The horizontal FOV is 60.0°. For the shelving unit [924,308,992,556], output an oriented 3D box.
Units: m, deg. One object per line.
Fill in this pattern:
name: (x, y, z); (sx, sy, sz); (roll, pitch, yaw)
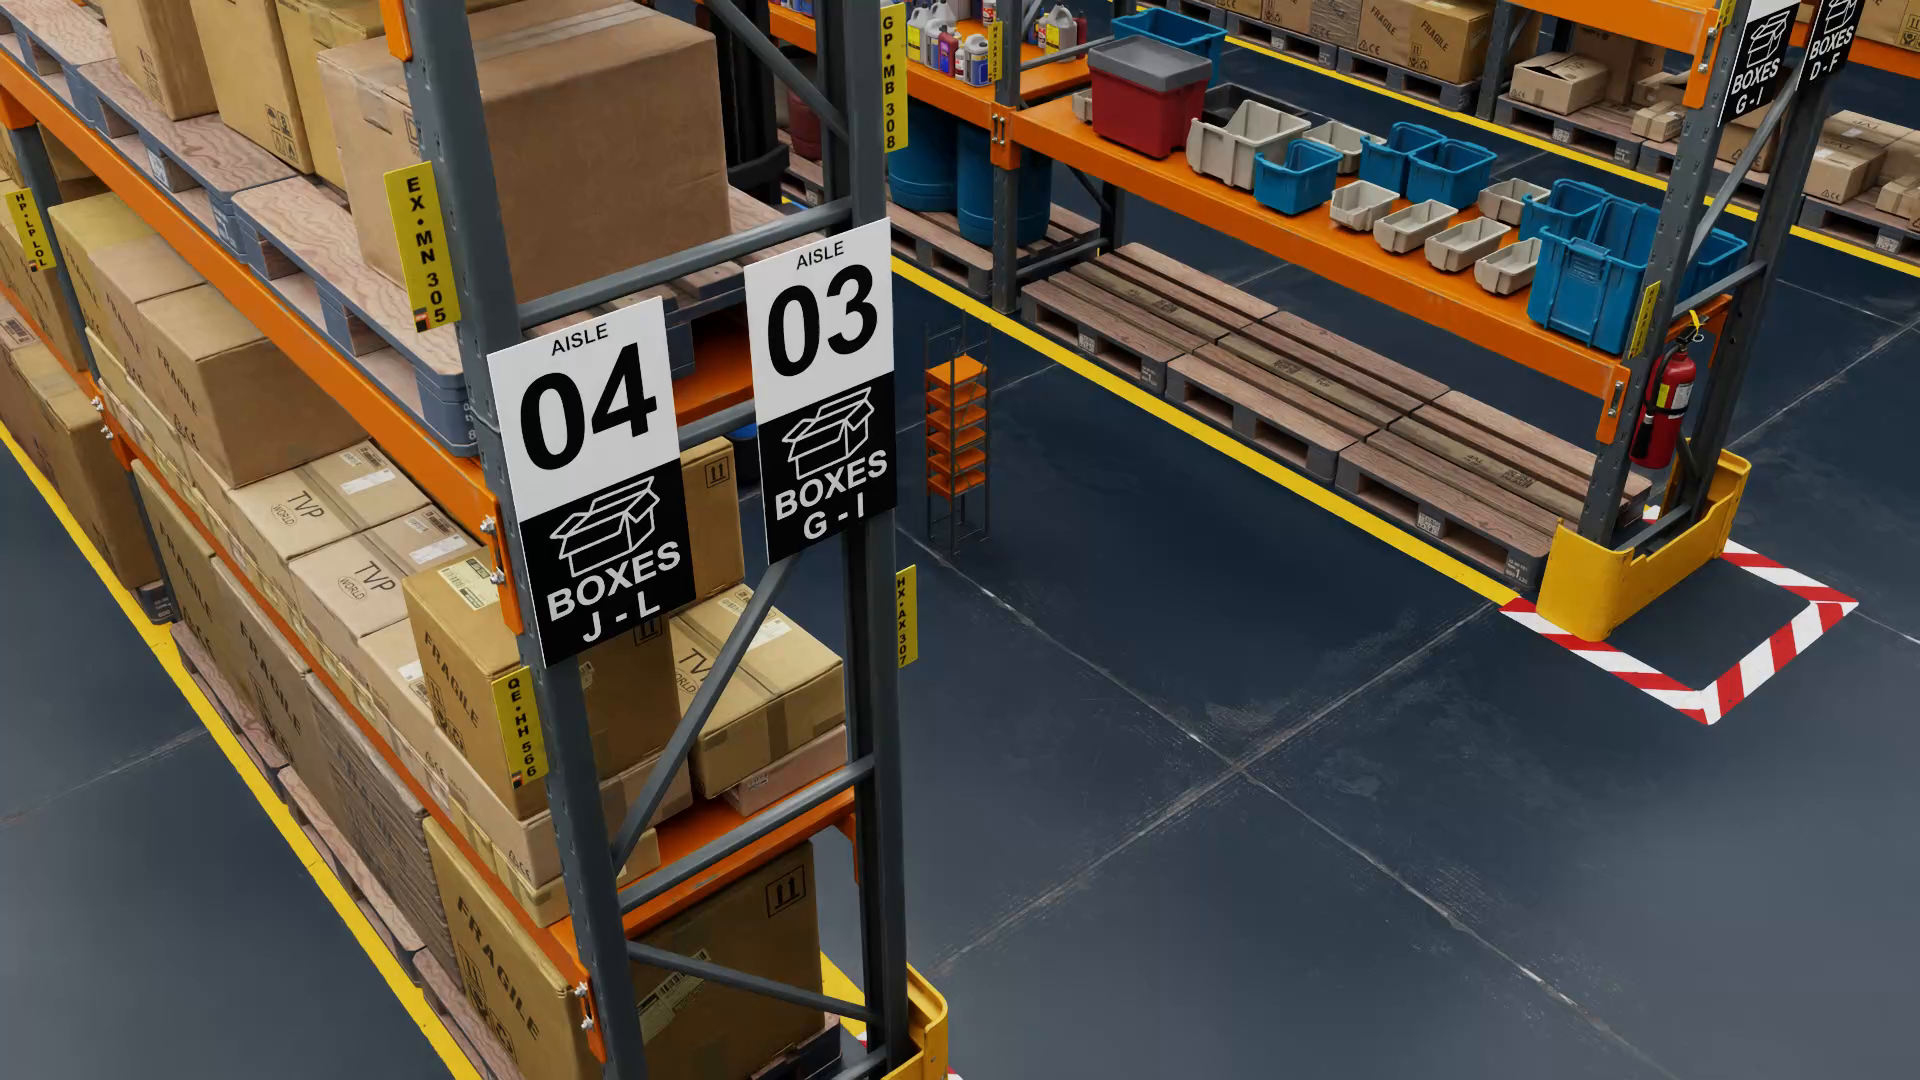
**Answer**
shelving unit: (-0.009, -0.496, 7.912); (0.258, 1.200, 0.189); (-26, 43, -32)

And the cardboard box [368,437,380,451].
cardboard box: (-2.016, -0.469, 6.190); (0.500, 0.250, 0.500); (-25, 42, -31)

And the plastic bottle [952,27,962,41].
plastic bottle: (-0.037, -2.995, 10.055); (0.097, 0.201, 0.097); (0, 35, 0)

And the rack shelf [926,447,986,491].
rack shelf: (-0.009, -0.362, 8.007); (0.258, 0.103, 0.180); (-26, 43, -32)

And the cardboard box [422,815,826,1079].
cardboard box: (-1.059, 1.250, 5.365); (0.875, 0.875, 0.875); (-26, 43, -32)

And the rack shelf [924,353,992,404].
rack shelf: (-0.009, -0.754, 7.730); (0.258, 0.103, 0.180); (-26, 43, -32)

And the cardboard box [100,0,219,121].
cardboard box: (-2.043, -1.590, 4.768); (0.700, 0.500, 0.500); (-24, 42, -30)

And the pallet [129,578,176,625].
pallet: (-3.722, -0.134, 8.256); (1.003, 0.211, 1.213); (-26, 43, -32)

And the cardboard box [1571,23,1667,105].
cardboard box: (4.988, -3.666, 12.613); (0.500, 0.500, 0.500); (-26, 43, -32)

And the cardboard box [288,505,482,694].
cardboard box: (-1.756, 0.183, 5.268); (0.500, 0.250, 0.500); (-28, 44, -33)

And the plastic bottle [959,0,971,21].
plastic bottle: (0.012, -3.511, 10.719); (0.152, 0.276, 0.135); (-26, 43, -32)

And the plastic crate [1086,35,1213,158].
plastic crate: (1.002, -2.369, 8.893); (0.402, 0.464, 0.583); (-26, 43, -32)

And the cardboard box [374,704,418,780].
cardboard box: (-1.558, 0.539, 5.111); (0.380, 0.149, 0.250); (-25, 42, -31)

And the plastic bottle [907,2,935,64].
plastic bottle: (-0.226, -3.070, 10.032); (0.144, 0.351, 0.185); (-26, 43, -32)

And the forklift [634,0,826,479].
forklift: (-1.733, -2.279, 8.932); (1.130, 2.935, 3.031); (-27, 43, -33)

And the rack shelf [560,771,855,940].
rack shelf: (-1.876, 0.138, 5.913); (0.919, 0.124, 3.809); (-26, 43, -32)

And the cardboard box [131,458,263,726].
cardboard box: (-2.802, 0.058, 7.048); (0.875, 0.875, 0.875); (-26, 43, -32)

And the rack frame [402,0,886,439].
rack frame: (-0.585, -1.641, 2.781); (1.000, 3.000, 0.127); (-26, 43, -32)

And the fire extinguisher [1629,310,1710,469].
fire extinguisher: (2.948, -0.620, 6.920); (0.296, 0.674, 0.183); (-26, 43, -32)

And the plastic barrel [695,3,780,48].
plastic barrel: (-1.636, -3.648, 12.320); (0.600, 0.830, 0.708); (-26, 43, -32)

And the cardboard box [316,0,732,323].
cardboard box: (-0.962, -0.880, 3.765); (0.700, 0.500, 0.500); (-29, 44, -34)

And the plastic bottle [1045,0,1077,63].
plastic bottle: (0.611, -3.080, 10.047); (0.144, 0.351, 0.185); (-26, 43, -32)

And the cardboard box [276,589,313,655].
cardboard box: (-2.053, 0.200, 5.589); (0.380, 0.149, 0.250); (-25, 42, -31)

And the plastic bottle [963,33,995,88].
plastic bottle: (0.116, -2.809, 9.728); (0.152, 0.276, 0.135); (-26, 43, -32)

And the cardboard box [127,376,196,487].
cardboard box: (-2.746, -0.493, 6.223); (0.500, 0.250, 0.500); (-26, 43, -32)

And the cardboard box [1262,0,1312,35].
cardboard box: (2.900, -4.589, 13.917); (0.500, 0.500, 0.500); (-28, 44, -33)

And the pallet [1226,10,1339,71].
pallet: (3.058, -4.398, 14.277); (1.003, 0.211, 1.213); (-26, 43, -32)

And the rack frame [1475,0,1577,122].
rack frame: (4.403, -4.652, 12.223); (1.000, 3.000, 0.127); (-26, 43, -32)

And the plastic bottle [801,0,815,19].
plastic bottle: (-0.937, -3.556, 10.719); (0.144, 0.351, 0.185); (-26, 43, -32)

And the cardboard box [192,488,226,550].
cardboard box: (-2.554, -0.141, 6.072); (0.380, 0.149, 0.250); (-27, 43, -32)

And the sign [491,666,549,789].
sign: (-1.009, 0.434, 3.835); (0.100, 0.325, 0.005); (-26, 43, -32)

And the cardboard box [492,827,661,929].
cardboard box: (-1.067, 0.875, 4.636); (0.380, 0.149, 0.250); (-25, 42, -31)

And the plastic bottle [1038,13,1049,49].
plastic bottle: (0.532, -3.149, 10.273); (0.097, 0.201, 0.097); (0, 35, 0)

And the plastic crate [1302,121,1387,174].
plastic crate: (1.970, -2.066, 8.749); (0.293, 0.136, 0.466); (-26, 43, -32)

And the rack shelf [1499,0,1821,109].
rack shelf: (1.908, -2.854, 7.711); (1.077, 0.370, 4.000); (-26, 43, -32)

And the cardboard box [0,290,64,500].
cardboard box: (-4.172, -0.933, 8.446); (1.225, 0.875, 0.875); (-28, 44, -33)

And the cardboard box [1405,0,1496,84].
cardboard box: (3.866, -3.922, 12.975); (0.500, 0.500, 0.500); (-26, 43, -32)

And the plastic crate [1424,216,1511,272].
plastic crate: (2.358, -1.383, 7.784); (0.396, 0.136, 0.243); (-26, 43, -32)

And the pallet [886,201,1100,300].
pallet: (0.151, -2.025, 10.926); (1.003, 0.211, 1.213); (-26, 43, -32)

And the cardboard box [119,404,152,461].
cardboard box: (-3.060, -0.486, 6.558); (0.380, 0.149, 0.250); (-28, 44, -33)

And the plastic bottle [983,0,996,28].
plastic bottle: (0.194, -3.381, 10.600); (0.097, 0.201, 0.097); (0, 35, 0)

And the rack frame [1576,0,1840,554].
rack frame: (3.198, -1.040, 7.123); (1.000, 3.000, 0.127); (-26, 43, -32)

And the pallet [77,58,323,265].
pallet: (-1.864, -1.243, 4.892); (1.003, 0.211, 1.213); (-26, 43, -32)

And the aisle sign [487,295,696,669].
aisle sign: (-0.768, -0.110, 3.561); (0.394, 0.787, 0.004); (-26, 43, -32)

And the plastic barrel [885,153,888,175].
plastic barrel: (-0.474, -2.804, 11.403); (0.421, 0.512, 0.421); (0, 35, 0)

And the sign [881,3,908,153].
sign: (-0.158, -1.010, 3.661); (0.100, 0.325, 0.005); (-26, 43, -32)

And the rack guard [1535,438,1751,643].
rack guard: (3.224, -0.014, 7.838); (1.175, 0.500, 0.348); (-26, 43, -32)

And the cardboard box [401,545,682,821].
cardboard box: (-1.101, 0.324, 4.421); (0.500, 0.500, 0.500); (-25, 43, -31)

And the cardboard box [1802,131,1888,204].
cardboard box: (5.855, -2.522, 11.214); (0.500, 0.250, 0.500); (-26, 43, -32)

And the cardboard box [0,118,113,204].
cardboard box: (-3.585, -1.688, 7.084); (0.797, 0.503, 0.637); (-27, 43, -33)

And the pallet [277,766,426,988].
pallet: (-1.944, 1.083, 6.538); (1.003, 0.211, 1.213); (-26, 43, -32)

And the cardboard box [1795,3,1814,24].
cardboard box: (5.507, -3.696, 10.786); (0.500, 0.500, 0.500); (-27, 43, -32)

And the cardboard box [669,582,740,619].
cardboard box: (-1.029, 0.207, 5.234); (0.500, 0.250, 0.500); (-27, 43, -32)

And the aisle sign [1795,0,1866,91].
aisle sign: (3.472, -2.180, 6.484); (0.394, 0.787, 0.004); (-26, 43, -32)

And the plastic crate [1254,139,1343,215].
plastic crate: (1.677, -1.807, 8.300); (0.416, 0.233, 0.300); (-26, 43, -32)

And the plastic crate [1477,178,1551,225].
plastic crate: (2.709, -1.661, 8.176); (0.250, 0.136, 0.298); (-26, 43, -32)

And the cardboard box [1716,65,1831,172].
cardboard box: (5.620, -2.985, 11.649); (0.797, 0.503, 0.637); (-26, 43, -32)
